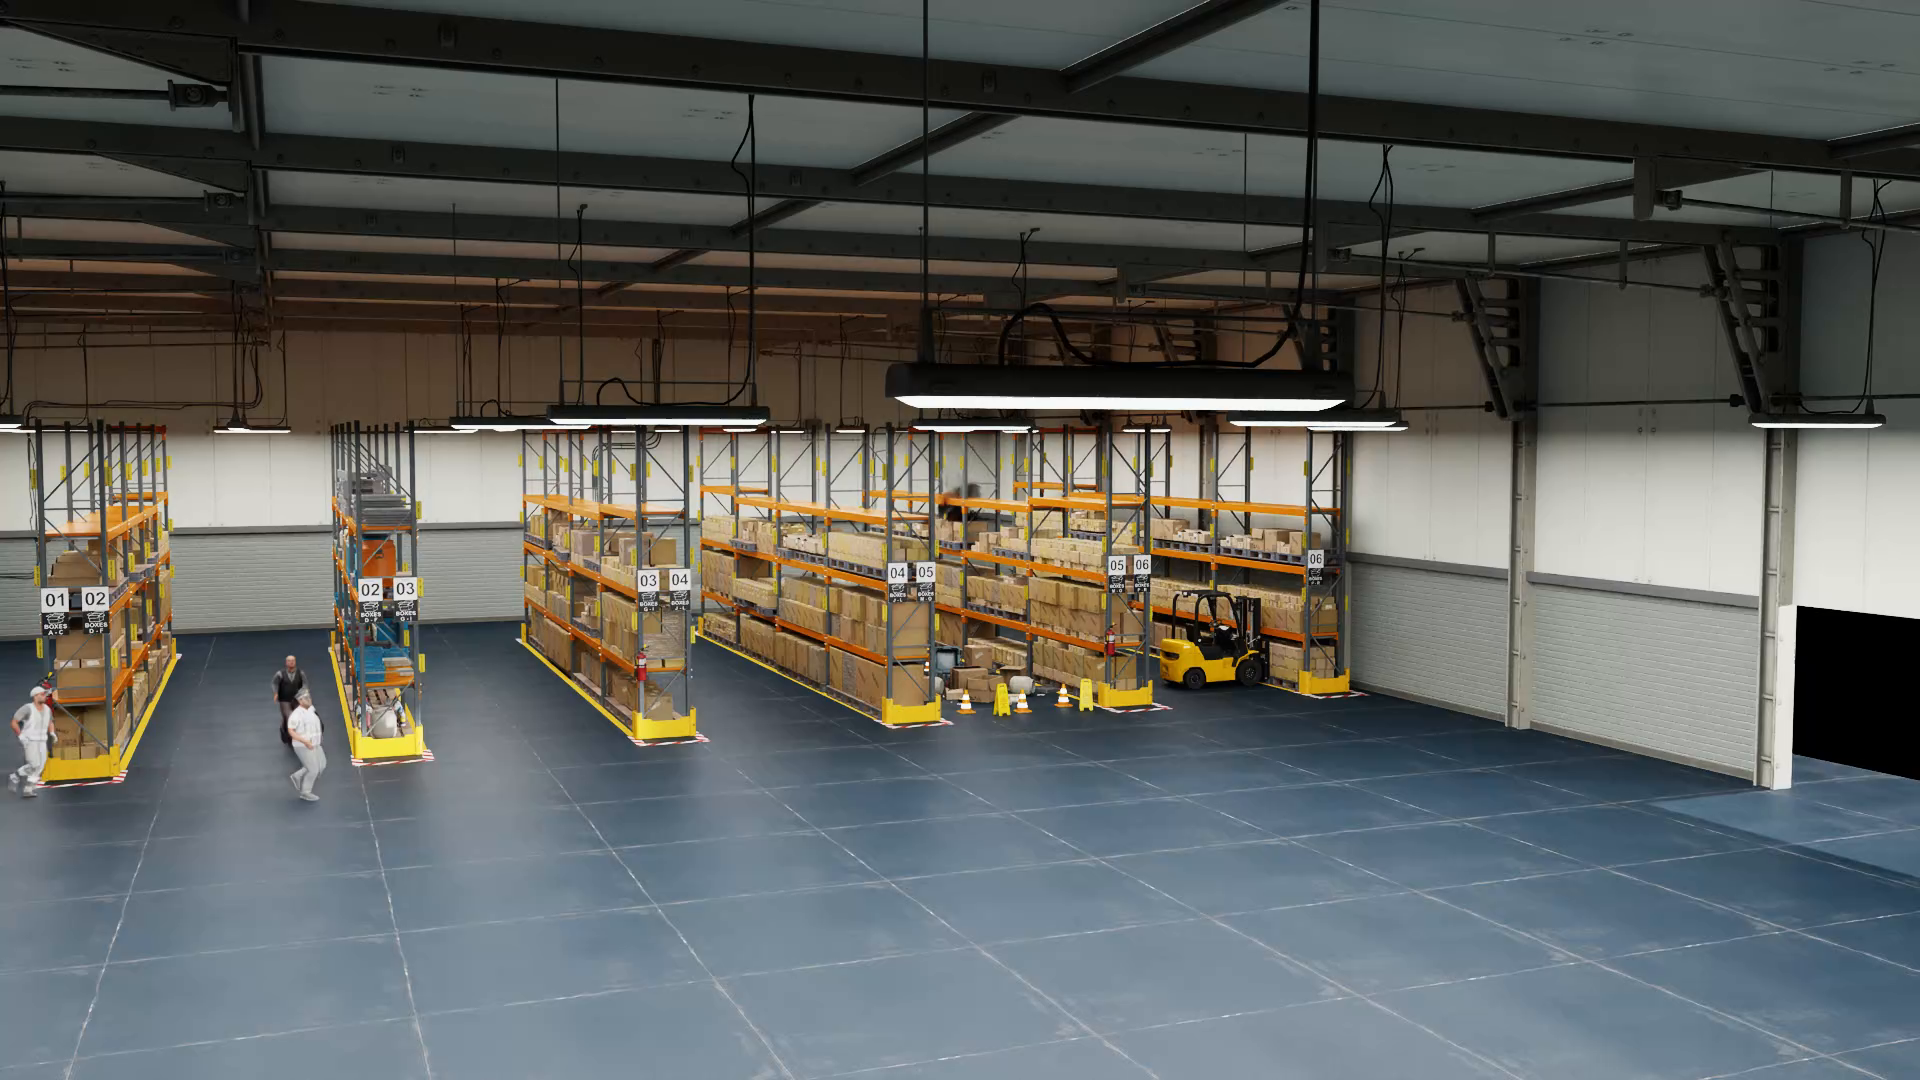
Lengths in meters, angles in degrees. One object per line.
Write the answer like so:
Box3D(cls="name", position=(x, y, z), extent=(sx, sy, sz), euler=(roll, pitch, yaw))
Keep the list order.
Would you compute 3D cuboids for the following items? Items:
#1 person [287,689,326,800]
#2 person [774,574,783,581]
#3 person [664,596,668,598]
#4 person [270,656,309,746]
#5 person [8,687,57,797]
Box3D(cls="person", position=(-10.333, 3.219, 26.249), extent=(0.542, 1.751, 0.661), euler=(1, 4, 11))
Box3D(cls="person", position=(-5.410, 1.775, 50.253), extent=(0.838, 1.670, 0.615), euler=(-1, 4, -22))
Box3D(cls="person", position=(-8.629, 1.954, 47.578), extent=(0.607, 1.647, 0.797), euler=(1, 4, 12))
Box3D(cls="person", position=(-12.278, 2.972, 30.536), extent=(0.648, 1.678, 0.578), euler=(-2, 4, -32))
Box3D(cls="person", position=(-14.748, 3.208, 26.510), extent=(0.573, 1.733, 0.706), euler=(1, 4, 19))
